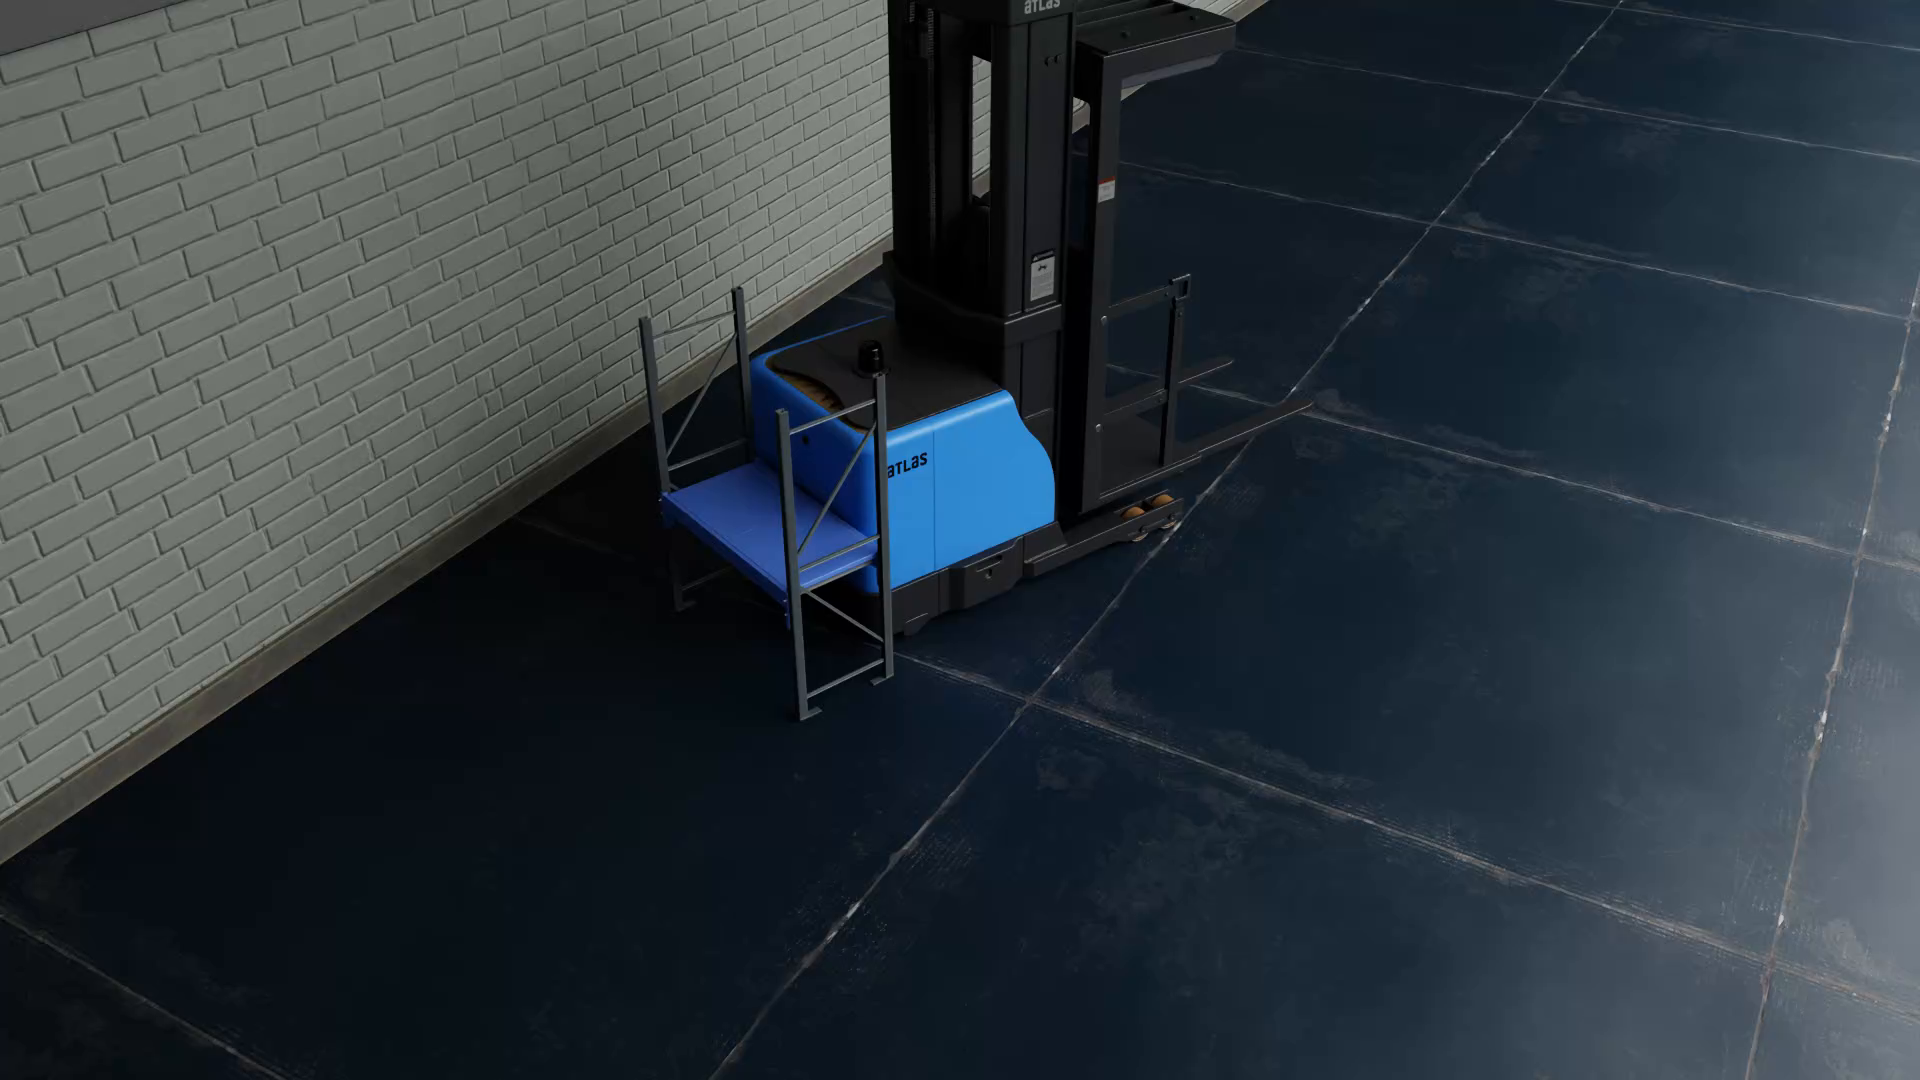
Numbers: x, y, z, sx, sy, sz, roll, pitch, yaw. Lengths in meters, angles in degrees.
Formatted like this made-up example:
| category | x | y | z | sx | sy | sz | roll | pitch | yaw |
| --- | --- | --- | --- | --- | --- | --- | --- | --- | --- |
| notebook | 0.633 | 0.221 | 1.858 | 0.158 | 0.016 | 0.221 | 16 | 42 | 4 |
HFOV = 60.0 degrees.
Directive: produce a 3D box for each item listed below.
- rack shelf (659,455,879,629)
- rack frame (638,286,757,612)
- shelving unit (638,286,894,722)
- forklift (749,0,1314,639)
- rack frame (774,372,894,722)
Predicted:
| category | x | y | z | sx | sy | sz | roll | pitch | yaw |
| --- | --- | --- | --- | --- | --- | --- | --- | --- | --- |
| rack shelf | -0.817 | -0.012 | 7.239 | 0.538 | 0.185 | 1.000 | -24 | 41 | -32 |
| rack frame | -1.138 | -0.380 | 7.468 | 0.500 | 1.500 | 0.032 | -24 | 41 | -32 |
| shelving unit | -0.817 | -0.162 | 7.139 | 0.538 | 1.500 | 1.048 | -24 | 41 | -32 |
| forklift | 0.500 | -1.427 | 7.748 | 3.031 | 2.935 | 1.130 | -22 | 40 | -30 |
| rack frame | -0.497 | 0.057 | 6.811 | 0.500 | 1.500 | 0.032 | -24 | 41 | -32 |
